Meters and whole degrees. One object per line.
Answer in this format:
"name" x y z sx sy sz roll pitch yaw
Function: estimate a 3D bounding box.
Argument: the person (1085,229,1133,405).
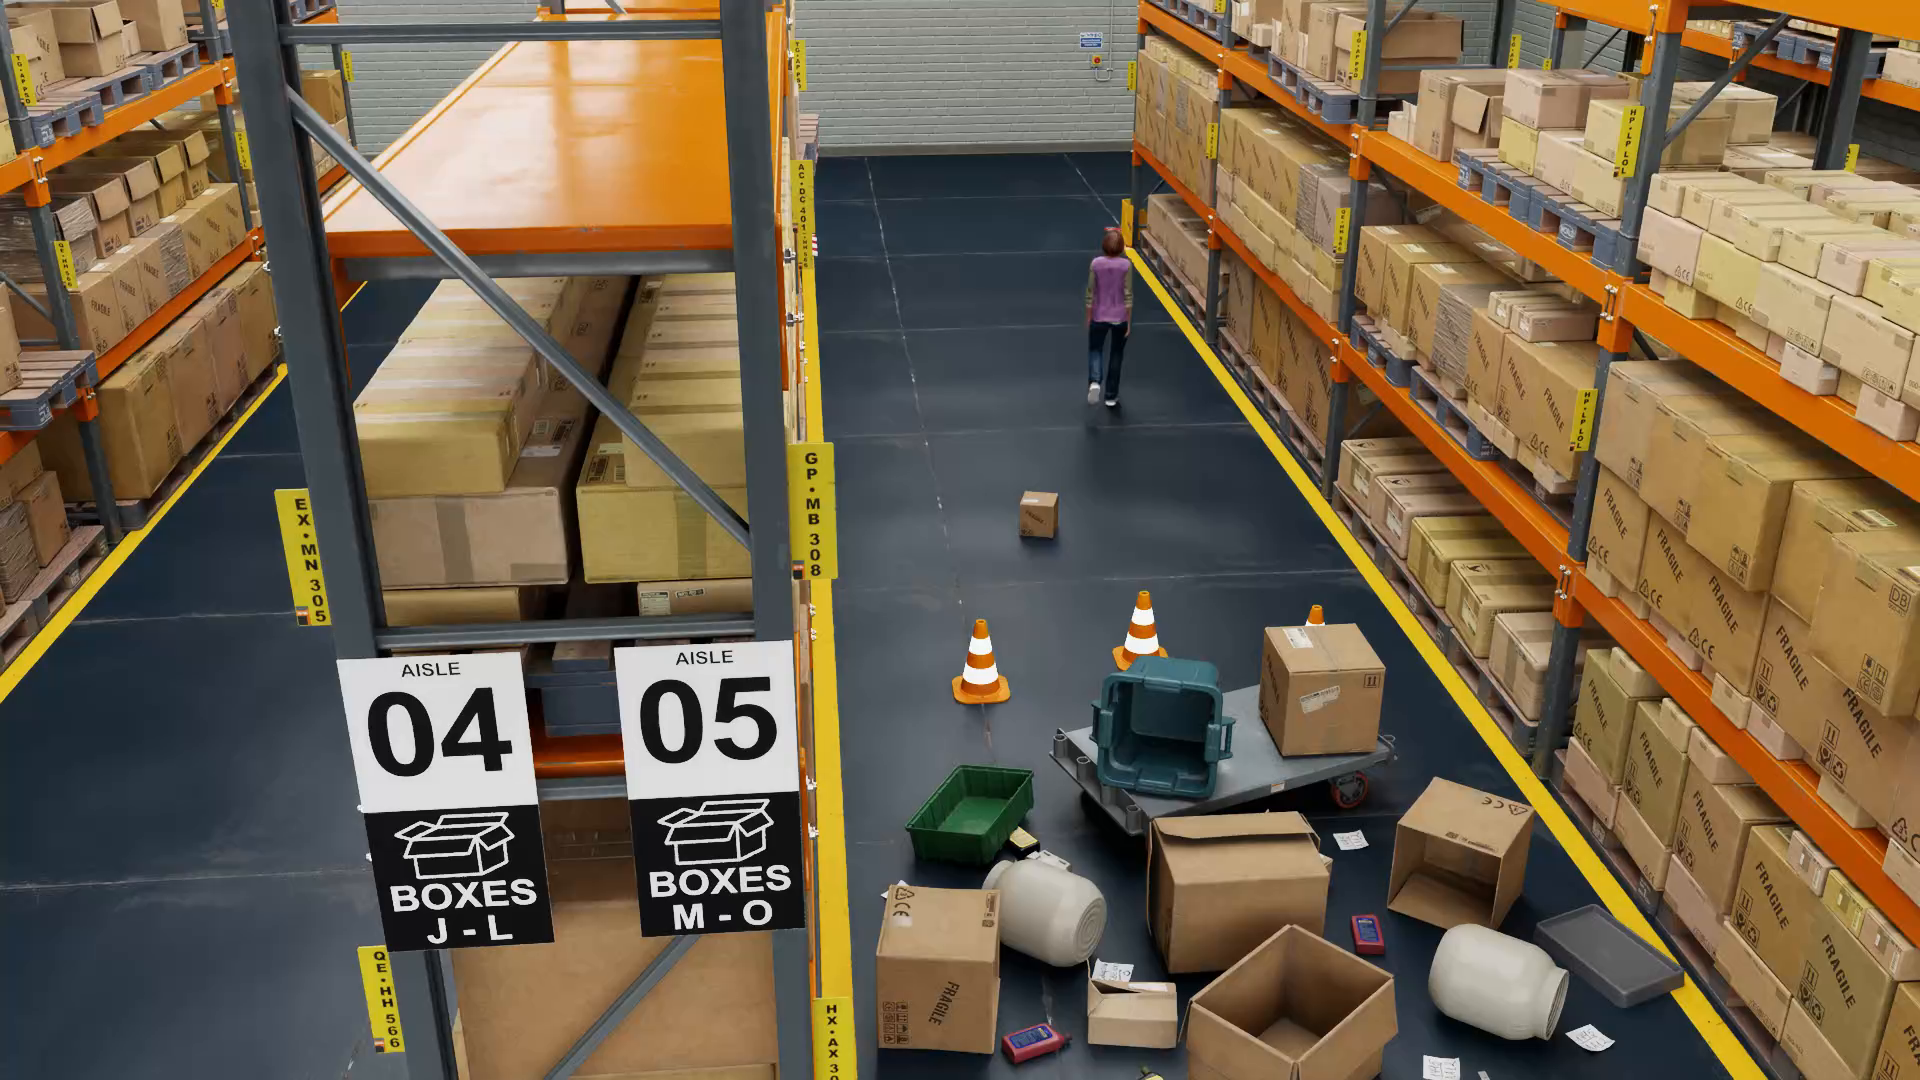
"person" 1.272 -1.883 14.289 0.413 1.582 0.606 4 24 8
